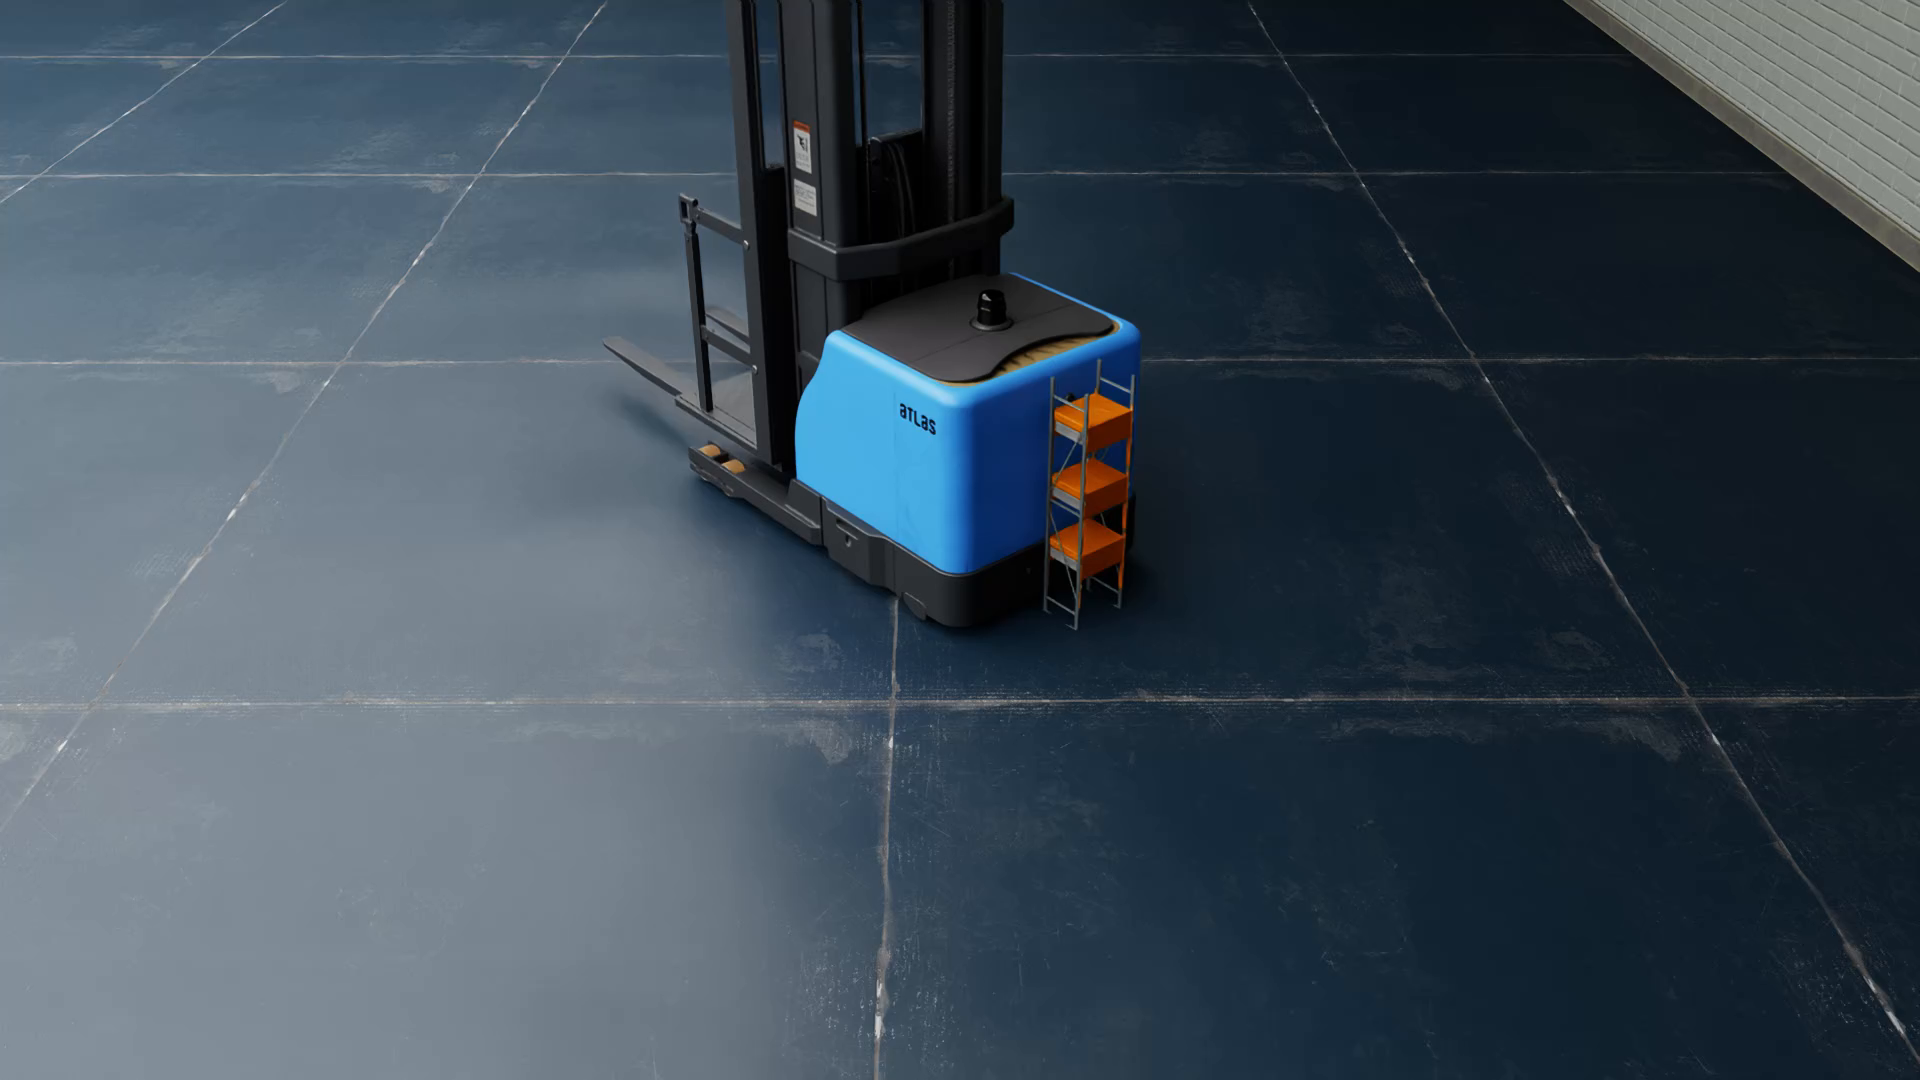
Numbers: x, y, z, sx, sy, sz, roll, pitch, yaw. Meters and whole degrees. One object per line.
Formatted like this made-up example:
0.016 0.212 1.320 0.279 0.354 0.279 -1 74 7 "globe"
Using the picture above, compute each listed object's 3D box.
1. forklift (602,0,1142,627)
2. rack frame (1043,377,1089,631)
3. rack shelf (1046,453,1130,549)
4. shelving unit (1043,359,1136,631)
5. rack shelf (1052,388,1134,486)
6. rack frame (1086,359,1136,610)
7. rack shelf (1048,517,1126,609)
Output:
-0.599 -1.600 7.061 1.130 2.935 3.031 -24 39 -34 "forklift"
0.407 -0.123 6.441 0.008 1.050 0.200 -24 39 -34 "rack frame"
0.500 -0.155 6.514 0.240 0.259 0.215 -24 39 -34 "rack shelf"
0.500 -0.164 6.508 0.252 1.050 0.215 -24 39 -34 "shelving unit"
0.500 -0.398 6.366 0.240 0.259 0.215 -24 39 -34 "rack shelf"
0.593 -0.205 6.576 0.008 1.050 0.200 -24 39 -34 "rack frame"
0.499 0.082 6.658 0.240 0.259 0.215 -24 39 -34 "rack shelf"
